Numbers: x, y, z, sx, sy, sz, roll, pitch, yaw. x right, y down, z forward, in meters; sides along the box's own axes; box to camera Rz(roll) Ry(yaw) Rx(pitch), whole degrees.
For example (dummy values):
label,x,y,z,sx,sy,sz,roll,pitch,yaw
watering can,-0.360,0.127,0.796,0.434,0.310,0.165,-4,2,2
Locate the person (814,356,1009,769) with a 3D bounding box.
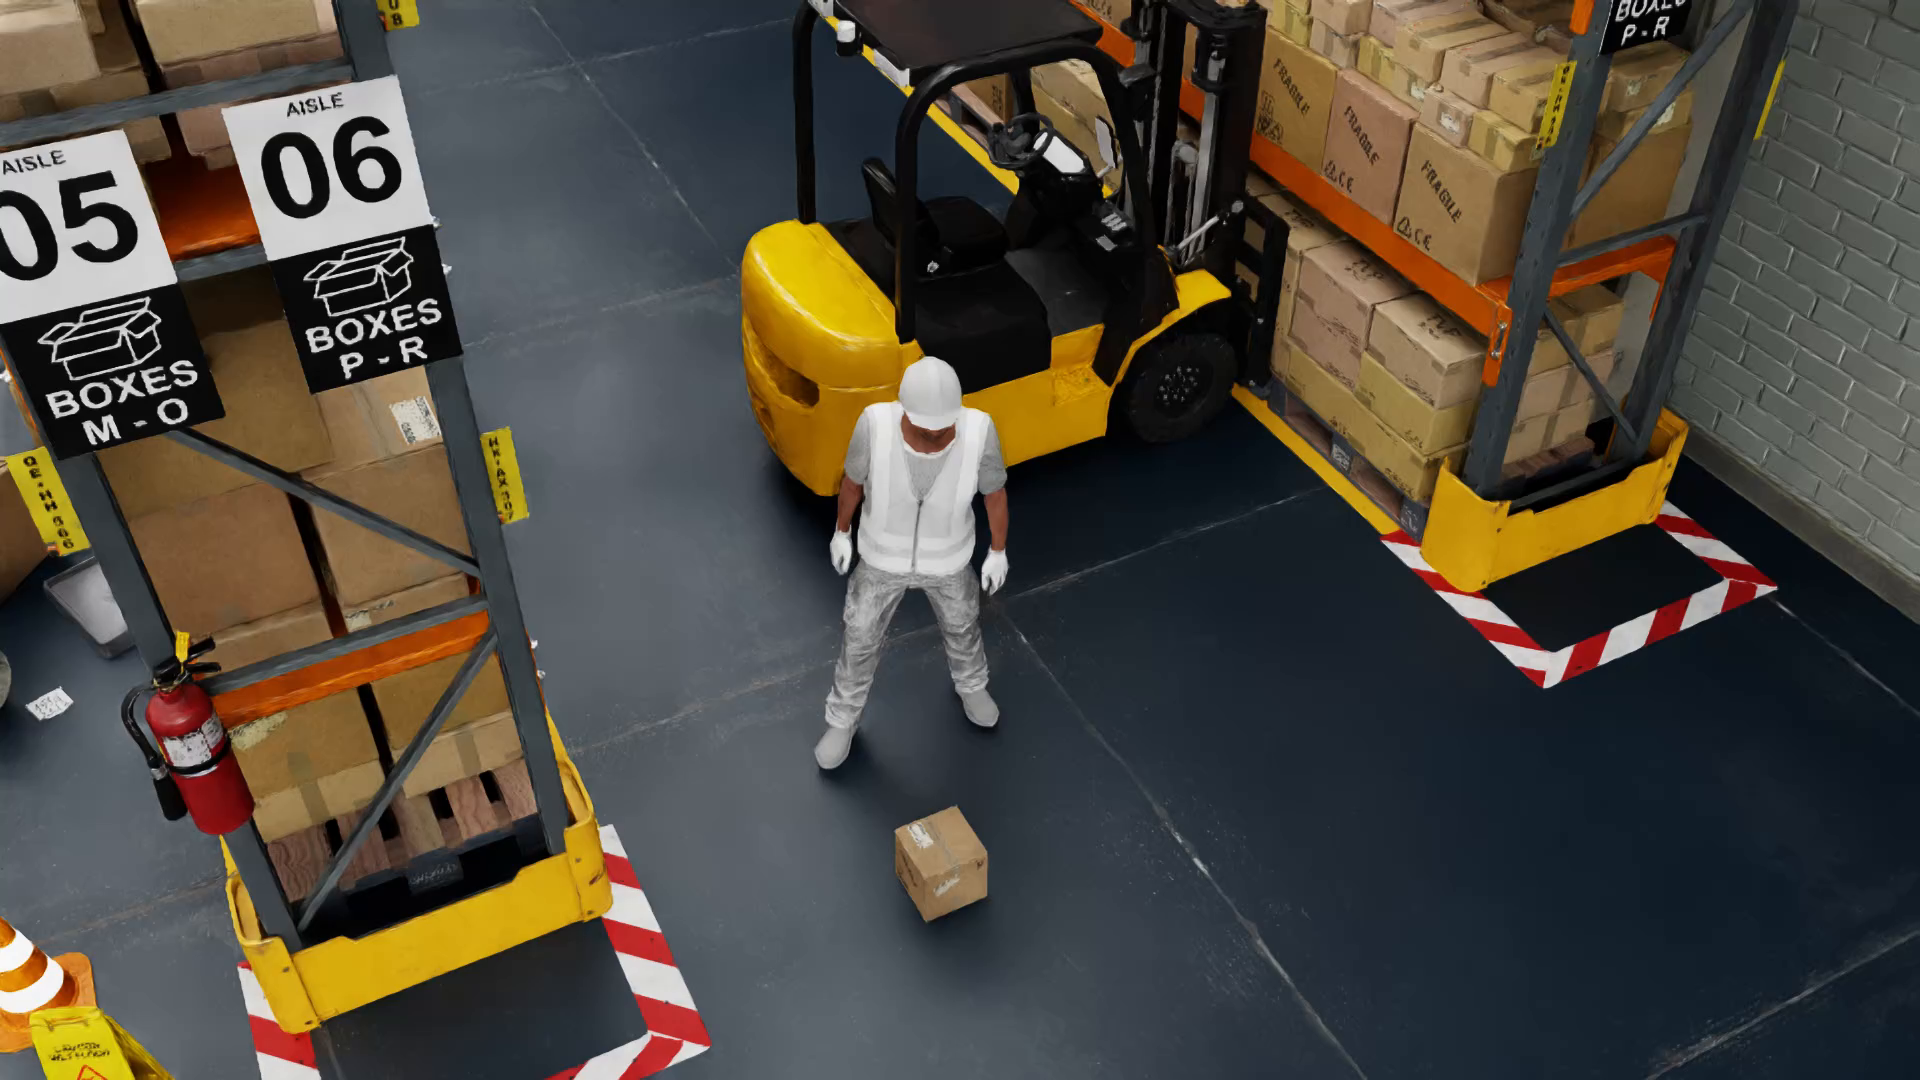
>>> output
label,x,y,z,sx,sy,sz,roll,pitch,yaw
person,-0.193,0.068,6.043,0.745,1.768,0.534,0,41,0
